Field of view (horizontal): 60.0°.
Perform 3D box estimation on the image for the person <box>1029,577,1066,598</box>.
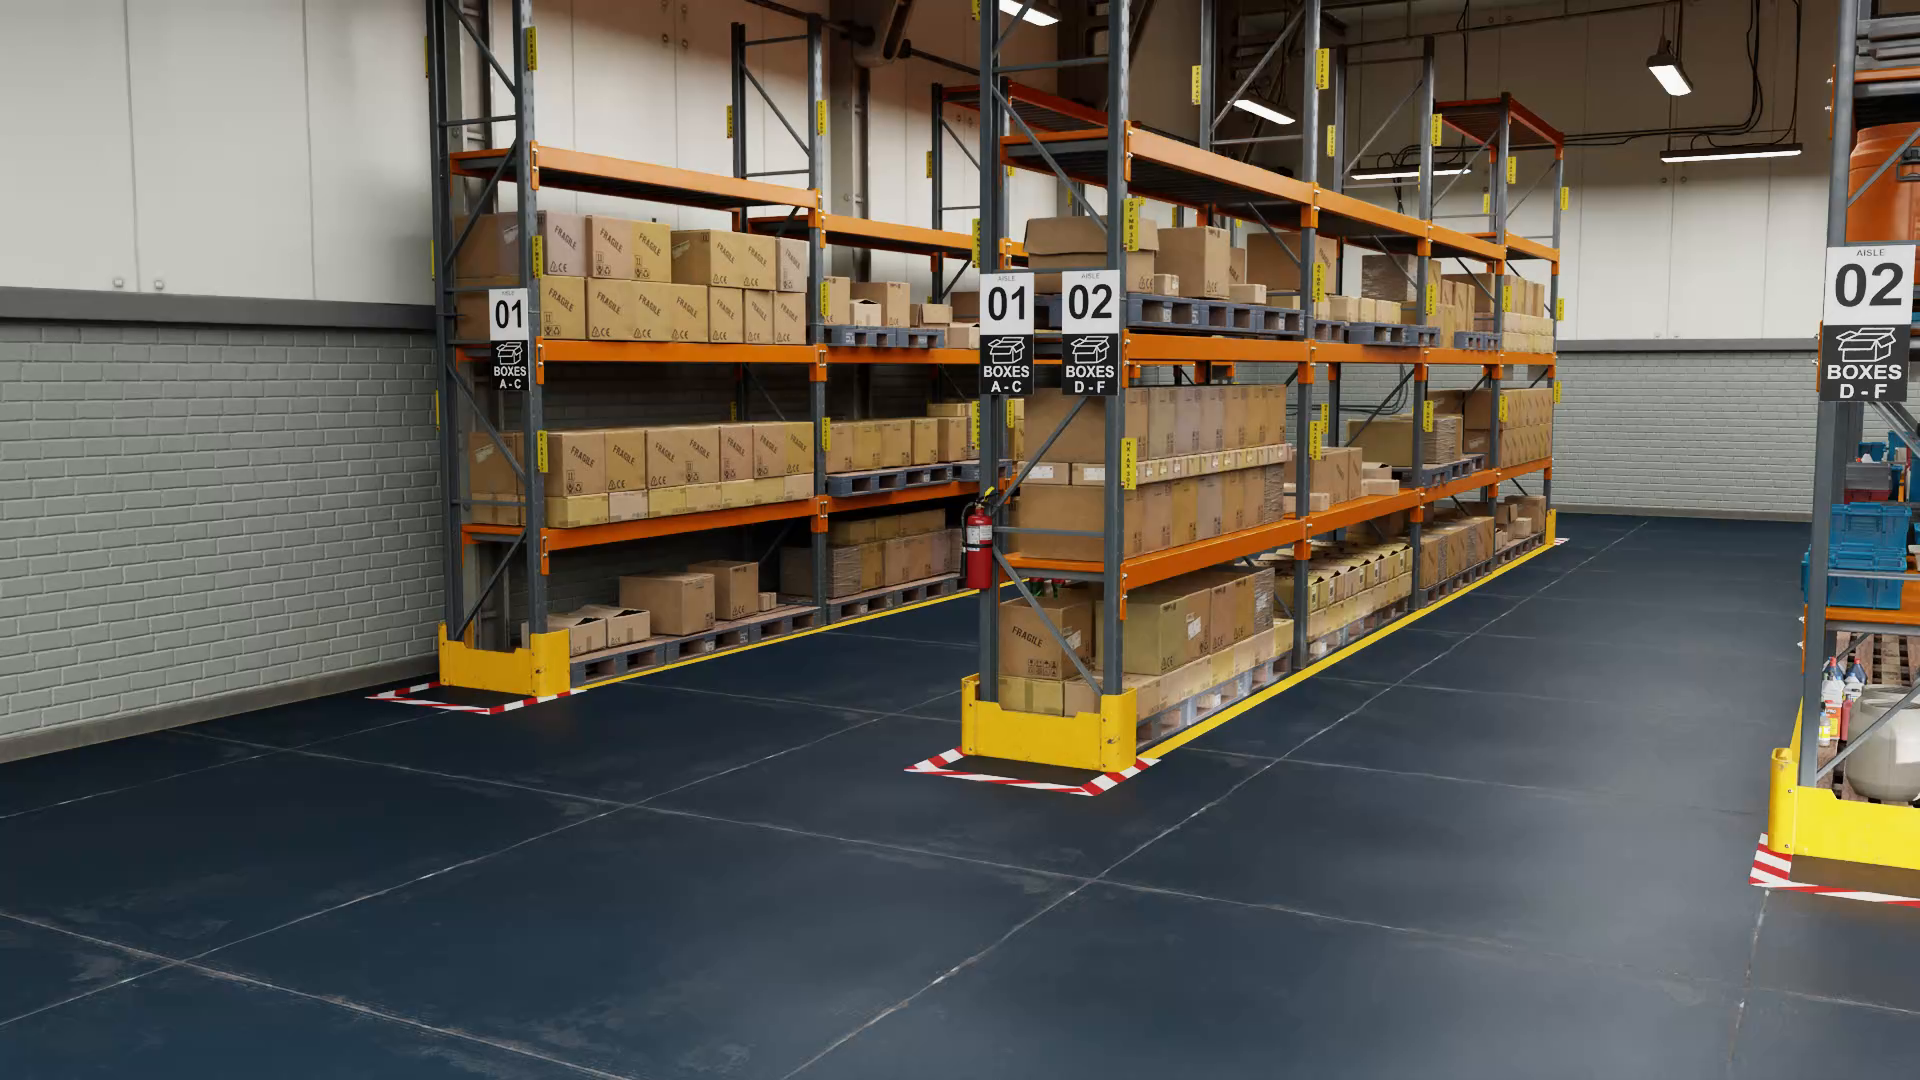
[{"bbox_3d":[0.958,-0.160,18.056,0.609,1.780,0.448,3,7,29],"label":"person"}]
